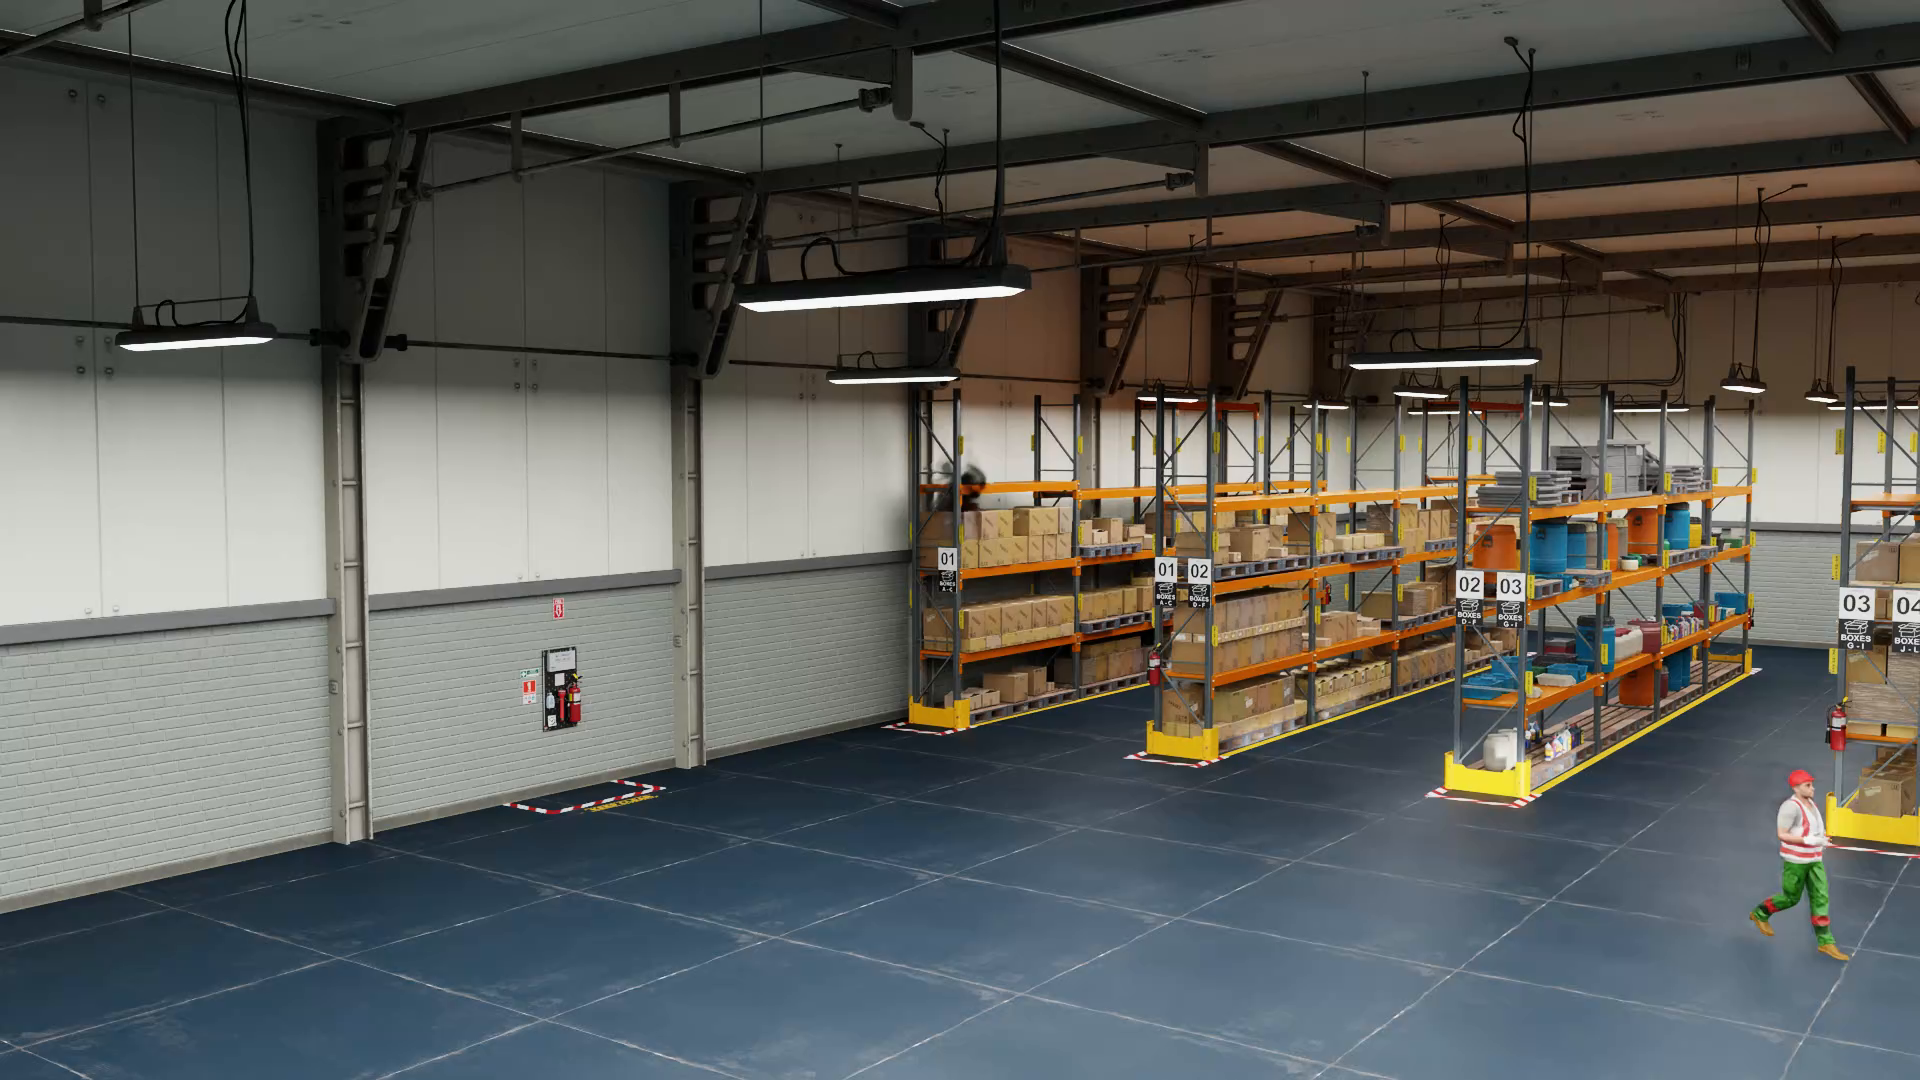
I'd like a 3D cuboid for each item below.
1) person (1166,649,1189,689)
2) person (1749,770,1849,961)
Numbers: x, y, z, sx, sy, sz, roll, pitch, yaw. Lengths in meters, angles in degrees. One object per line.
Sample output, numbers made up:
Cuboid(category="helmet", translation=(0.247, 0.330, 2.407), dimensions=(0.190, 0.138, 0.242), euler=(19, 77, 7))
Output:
Cuboid(category="person", translation=(3.983, 2.466, 30.001), dimensions=(0.614, 1.647, 0.580), euler=(2, 4, 30))
Cuboid(category="person", translation=(8.269, 3.152, 16.364), dimensions=(0.656, 1.786, 0.987), euler=(-2, 4, -30))
